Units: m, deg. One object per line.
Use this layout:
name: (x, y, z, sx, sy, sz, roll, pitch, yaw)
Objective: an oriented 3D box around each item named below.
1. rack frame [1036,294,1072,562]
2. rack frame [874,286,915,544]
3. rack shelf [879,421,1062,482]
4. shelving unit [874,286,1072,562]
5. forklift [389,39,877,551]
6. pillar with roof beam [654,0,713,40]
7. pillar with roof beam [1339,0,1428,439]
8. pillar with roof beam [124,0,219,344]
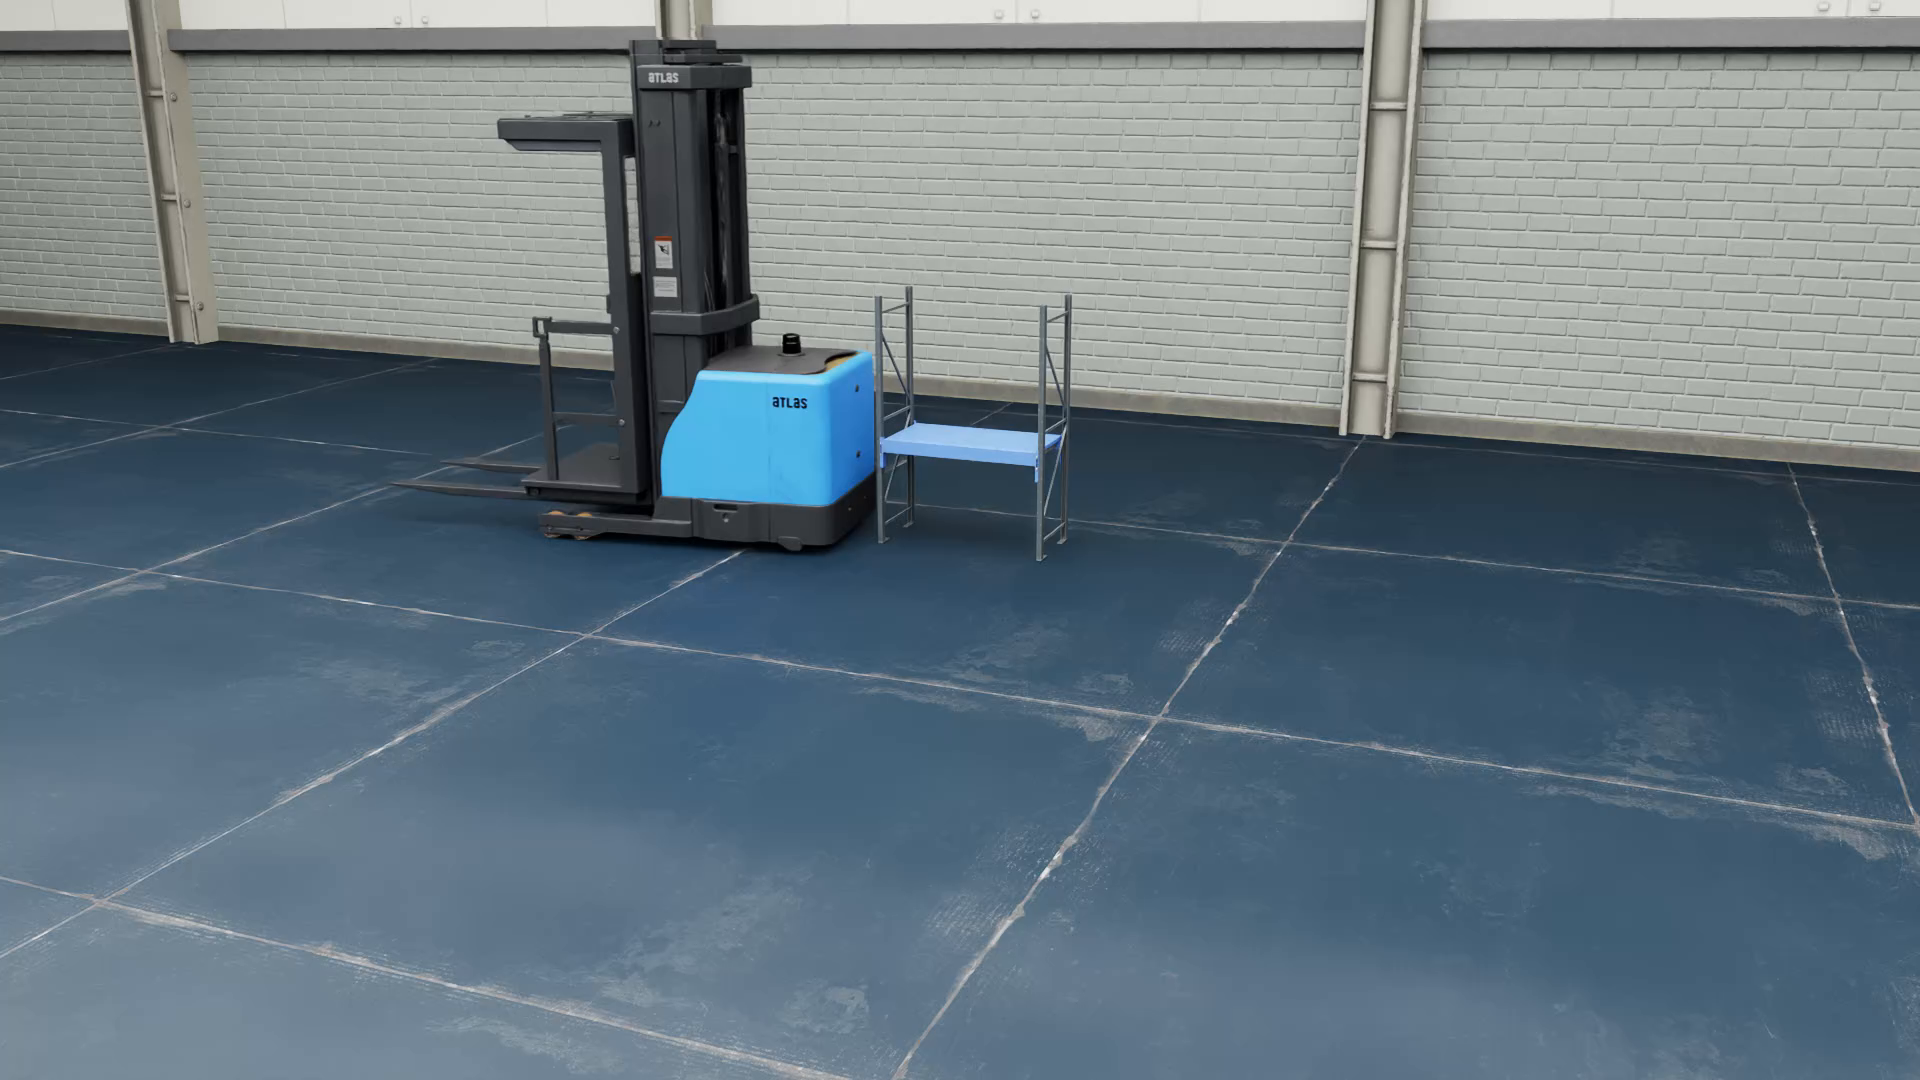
rack frame: (0.552, -0.660, 9.755, 0.032, 1.500, 0.500, 6, 17, 21)
rack frame: (-0.394, -0.764, 10.114, 0.032, 1.500, 0.500, 6, 17, 21)
rack shelf: (0.079, -0.539, 9.985, 1.000, 0.185, 0.538, 6, 17, 21)
shelving unit: (0.079, -0.712, 9.934, 1.048, 1.500, 0.538, 6, 17, 21)
forklift: (-2.100, -1.543, 10.232, 3.031, 2.935, 1.130, 4, 17, 14)
pillar with roof beam: (-3.956, -4.663, 10.095, 0.400, 9.000, 9.100, 6, 17, 21)
pillar with roof beam: (1.626, -4.049, 7.981, 0.400, 9.000, 9.100, 6, 17, 21)
pillar with roof beam: (-9.537, -5.277, 12.209, 0.400, 9.000, 9.100, 6, 17, 21)
